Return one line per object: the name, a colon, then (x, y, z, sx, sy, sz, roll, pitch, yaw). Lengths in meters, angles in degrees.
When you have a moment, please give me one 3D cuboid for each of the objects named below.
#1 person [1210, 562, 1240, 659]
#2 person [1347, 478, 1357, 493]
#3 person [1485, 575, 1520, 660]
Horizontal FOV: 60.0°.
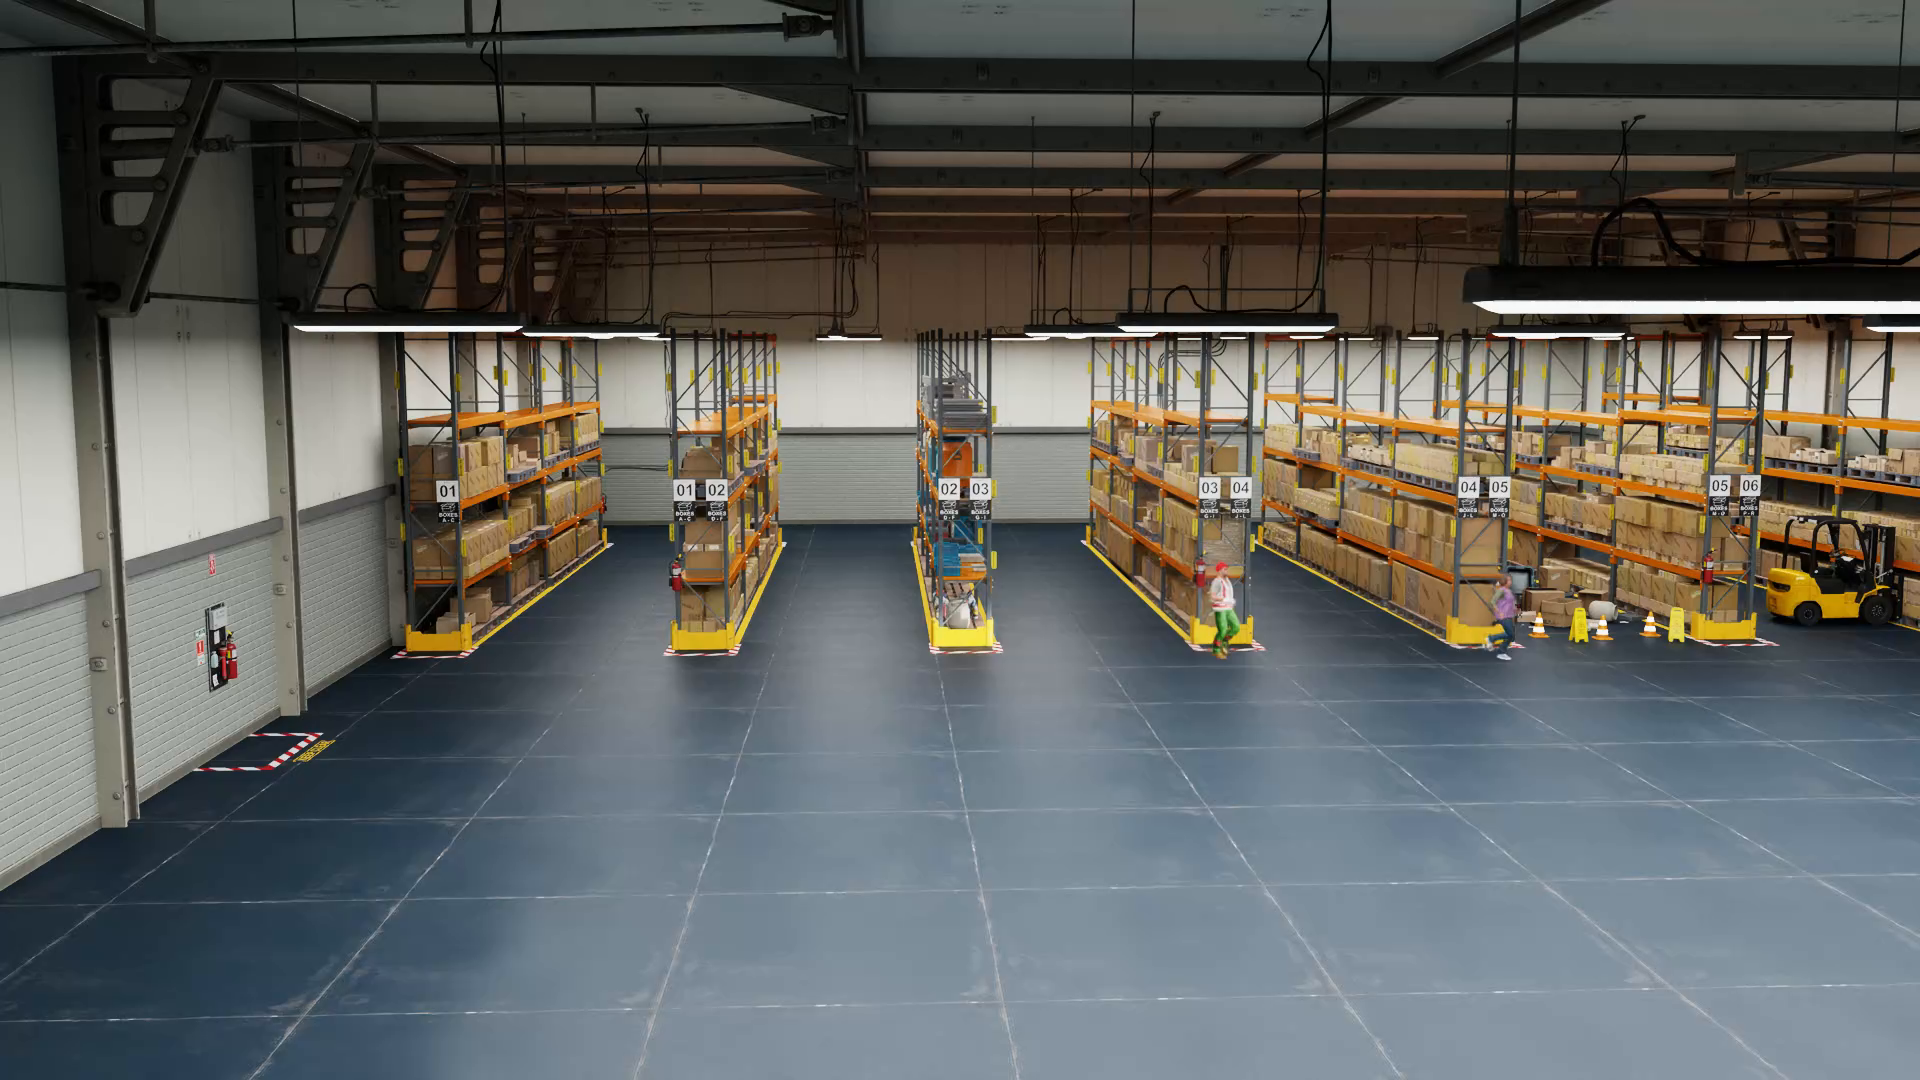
person: (4.857, 1.288, 30.313, 0.588, 1.776, 0.710, 6, 9, 41)
person: (11.657, -0.950, 49.369, 0.647, 1.755, 0.653, 0, 7, 2)
person: (9.888, 1.402, 30.266, 0.550, 1.552, 0.550, 6, 9, 41)
